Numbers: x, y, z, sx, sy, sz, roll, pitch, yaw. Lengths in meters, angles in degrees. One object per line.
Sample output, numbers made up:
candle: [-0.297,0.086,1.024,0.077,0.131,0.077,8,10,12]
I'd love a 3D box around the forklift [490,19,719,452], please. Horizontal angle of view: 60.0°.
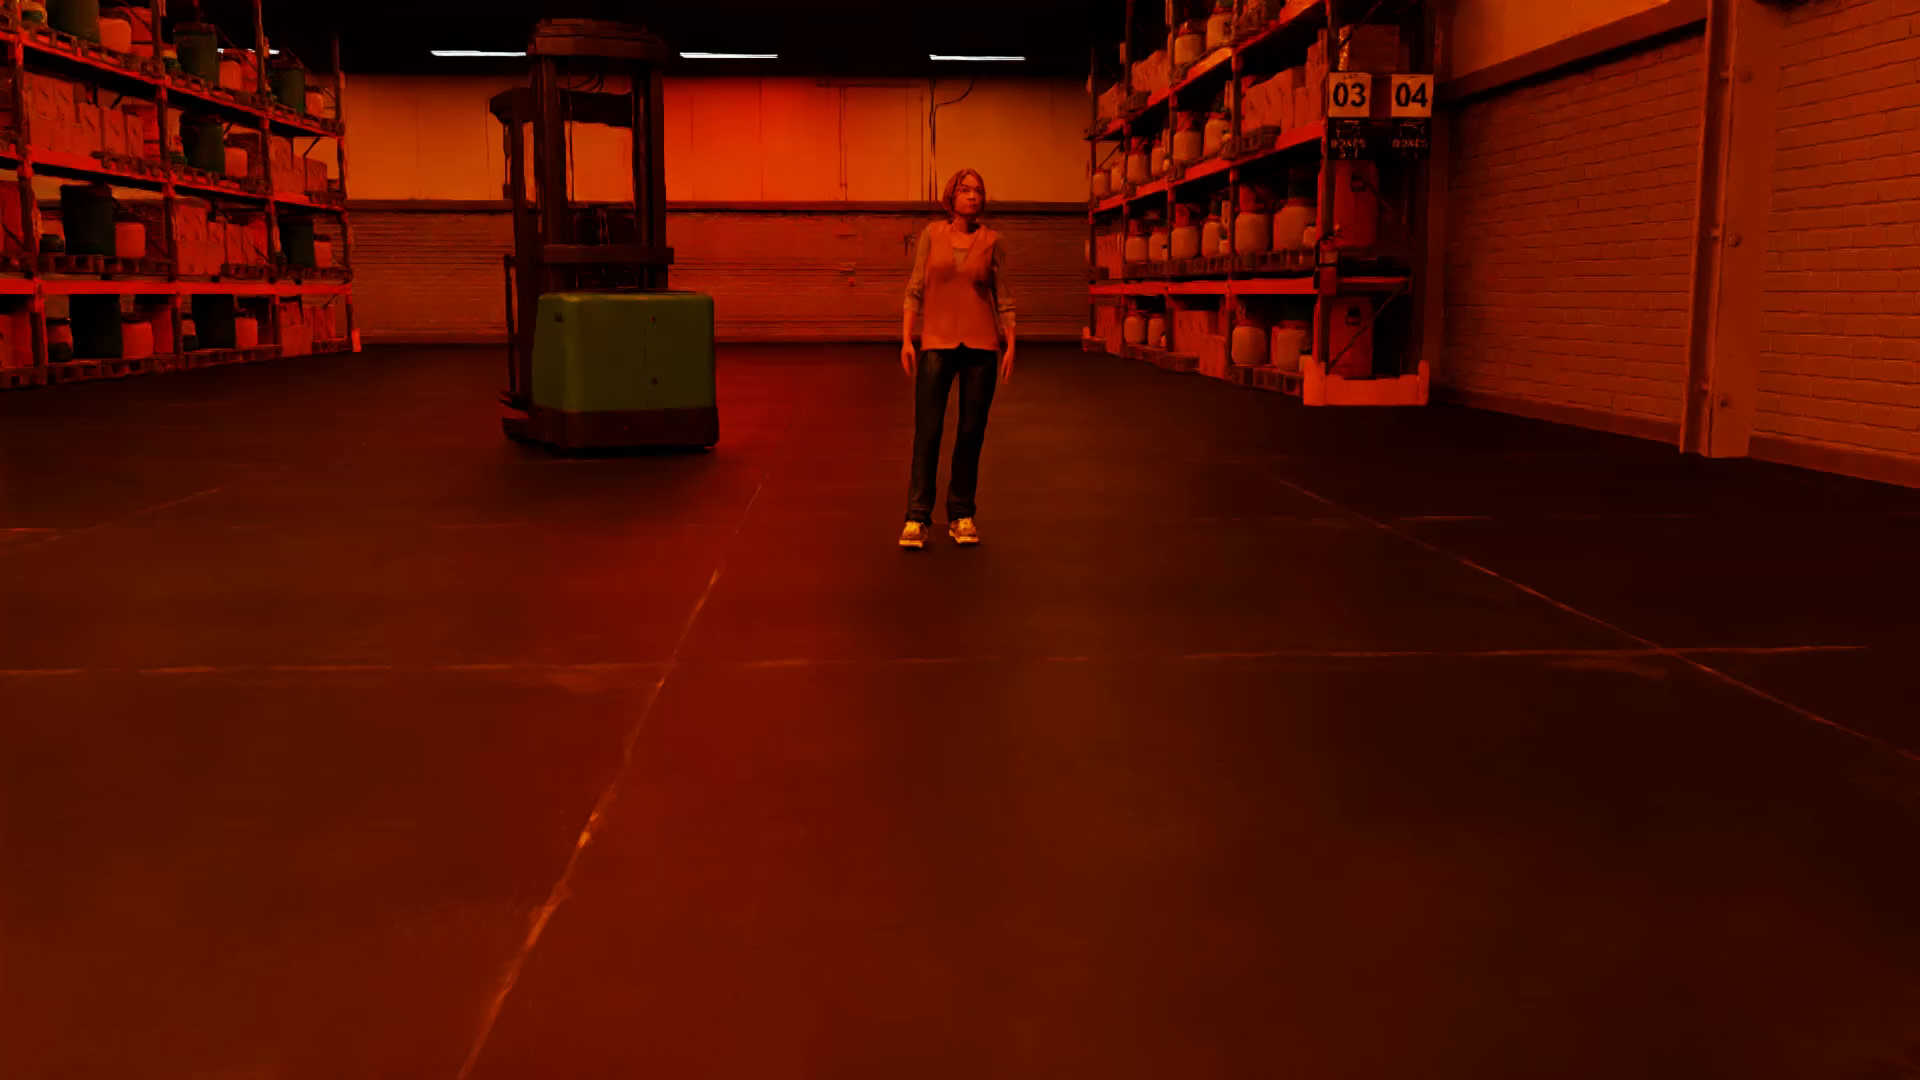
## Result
forklift: [-2.775,-2.212,12.227,1.130,2.935,3.031,-4,9,-27]

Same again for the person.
person: [-0.009,-0.786,7.118,0.520,1.597,0.474,-1,8,-4]
